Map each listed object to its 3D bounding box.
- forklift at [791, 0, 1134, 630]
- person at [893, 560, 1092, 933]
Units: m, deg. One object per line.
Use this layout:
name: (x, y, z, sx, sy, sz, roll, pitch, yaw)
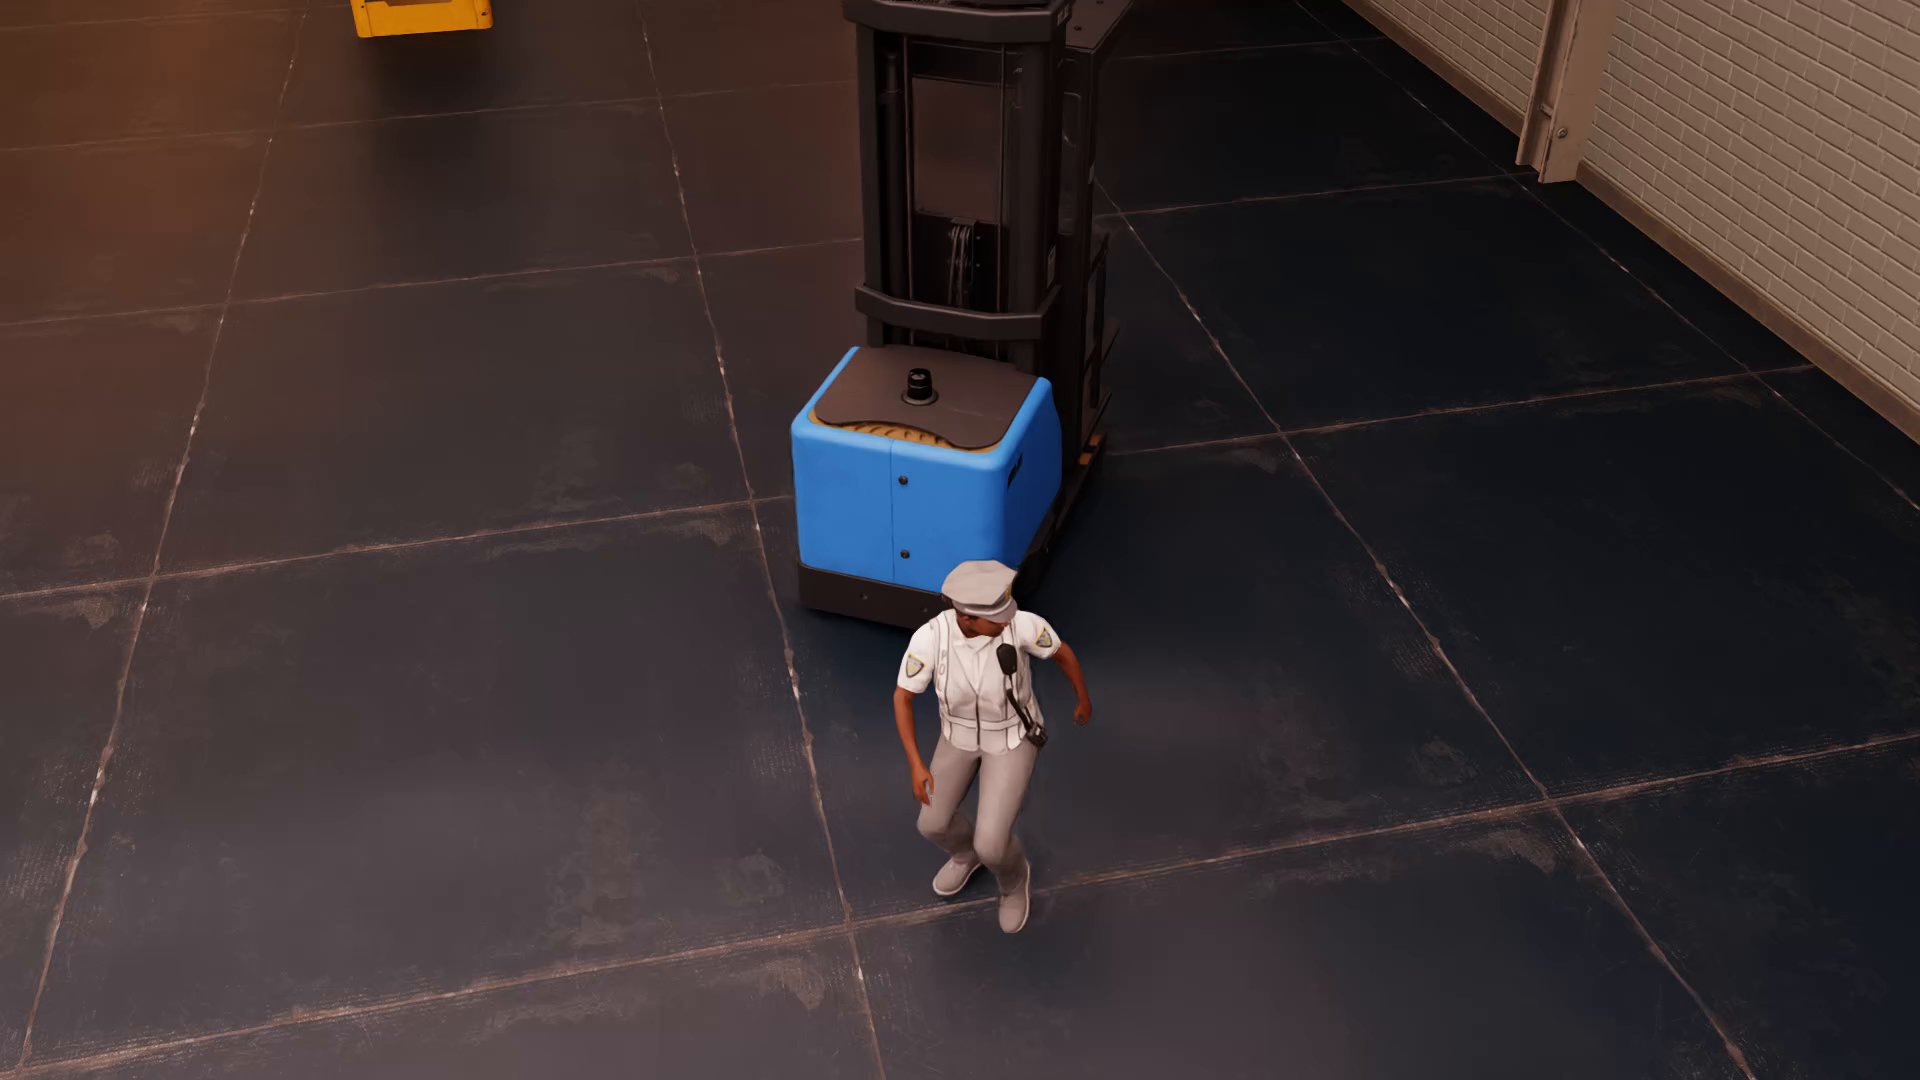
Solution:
forklift: (0.169, -1.564, 8.224, 1.130, 2.935, 3.031, 11, 37, 15)
person: (0.094, 0.767, 6.163, 0.633, 1.613, 0.681, 13, 38, 18)
